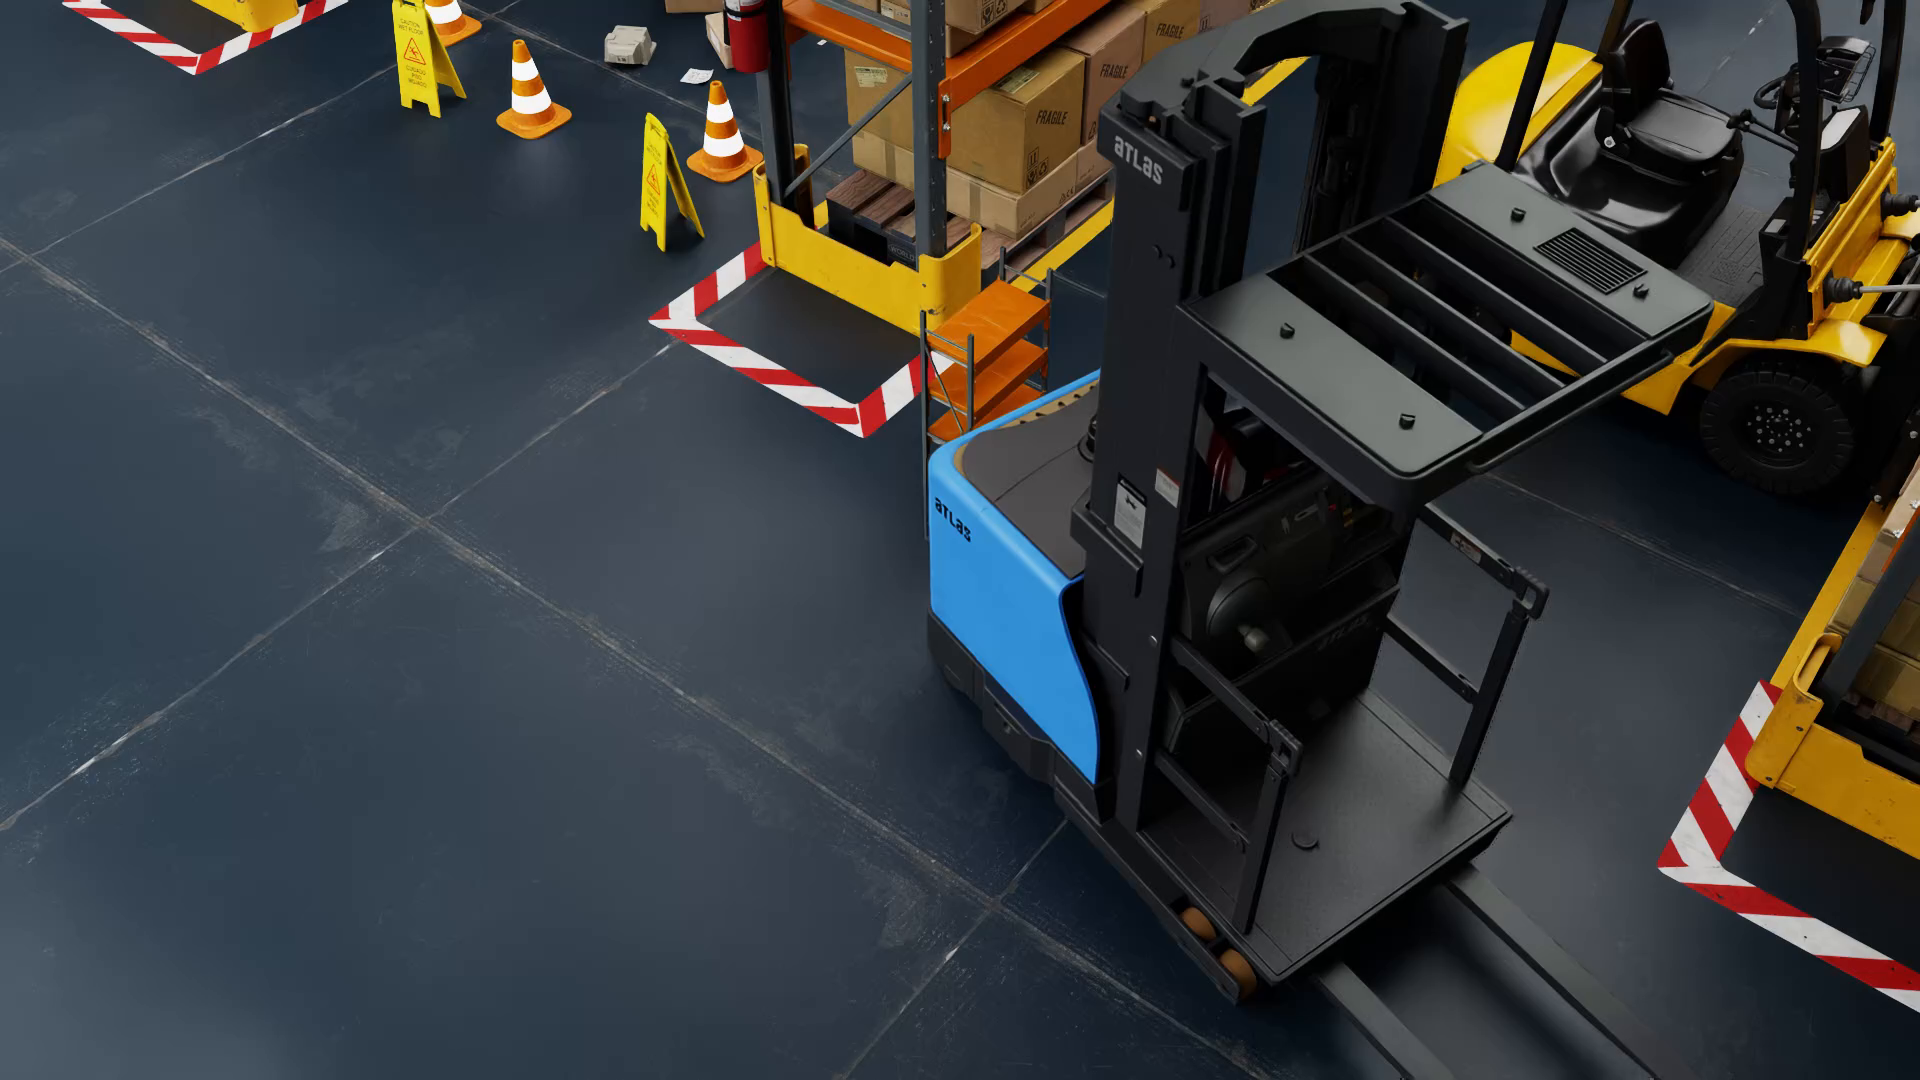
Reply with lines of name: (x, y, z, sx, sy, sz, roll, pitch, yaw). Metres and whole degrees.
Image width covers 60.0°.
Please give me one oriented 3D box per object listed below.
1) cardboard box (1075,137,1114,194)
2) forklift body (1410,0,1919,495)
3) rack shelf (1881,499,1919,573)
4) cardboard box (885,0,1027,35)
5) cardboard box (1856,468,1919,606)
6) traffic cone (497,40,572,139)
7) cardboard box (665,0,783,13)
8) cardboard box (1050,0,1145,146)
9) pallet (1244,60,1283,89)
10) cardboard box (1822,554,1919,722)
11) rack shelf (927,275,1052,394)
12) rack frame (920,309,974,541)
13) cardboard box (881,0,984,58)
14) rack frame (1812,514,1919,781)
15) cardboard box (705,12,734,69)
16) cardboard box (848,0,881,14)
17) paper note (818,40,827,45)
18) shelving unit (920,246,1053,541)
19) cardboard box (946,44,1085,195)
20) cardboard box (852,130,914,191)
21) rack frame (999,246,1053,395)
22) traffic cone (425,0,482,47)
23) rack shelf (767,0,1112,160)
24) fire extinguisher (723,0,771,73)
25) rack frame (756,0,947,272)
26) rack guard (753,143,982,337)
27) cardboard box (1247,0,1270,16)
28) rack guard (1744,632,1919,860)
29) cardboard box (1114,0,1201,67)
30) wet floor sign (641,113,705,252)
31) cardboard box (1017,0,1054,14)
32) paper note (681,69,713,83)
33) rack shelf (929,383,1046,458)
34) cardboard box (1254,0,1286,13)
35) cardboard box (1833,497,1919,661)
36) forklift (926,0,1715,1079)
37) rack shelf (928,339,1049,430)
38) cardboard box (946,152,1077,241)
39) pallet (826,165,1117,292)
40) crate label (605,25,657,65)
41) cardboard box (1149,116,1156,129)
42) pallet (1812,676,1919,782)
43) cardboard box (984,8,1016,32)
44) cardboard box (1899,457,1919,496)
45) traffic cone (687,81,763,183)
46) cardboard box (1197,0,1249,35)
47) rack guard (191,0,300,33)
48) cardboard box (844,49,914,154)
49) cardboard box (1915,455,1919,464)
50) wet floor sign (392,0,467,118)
cardboard box: (0.541, -2.055, 8.415, 0.500, 0.250, 0.500, 31, 54, 26)
forklift body: (3.157, -1.638, 6.992, 2.313, 2.155, 1.214, 29, 53, 25)
rack shelf: (4.664, -0.936, 6.232, 1.077, 0.370, 4.000, 29, 53, 25)
cardboard box: (0.020, -2.518, 6.971, 0.500, 0.500, 0.500, 28, 53, 24)
cardboard box: (3.476, 0.018, 5.743, 0.500, 0.250, 0.500, 31, 54, 26)
traffic cone: (-2.333, -2.468, 8.953, 0.336, 0.463, 0.334, 29, 53, 25)
cardboard box: (-1.419, -3.494, 9.904, 0.797, 0.503, 0.637, -2, 46, -2)
cardboard box: (0.553, -2.341, 8.169, 0.500, 0.500, 0.500, 27, 52, 24)
pallet: (1.574, -3.158, 9.785, 1.003, 0.211, 1.213, 29, 53, 25)
cardboard box: (3.478, 0.356, 6.111, 0.500, 0.250, 0.500, 30, 53, 25)
rack shelf: (0.101, -0.781, 6.287, 0.258, 0.148, 0.480, 29, 53, 25)
rack frame: (-0.048, -0.370, 6.438, 0.240, 1.200, 0.015, 29, 53, 25)
cardboard box: (-0.118, -2.248, 7.162, 0.380, 0.149, 0.250, 29, 53, 25)
rack frame: (3.441, -0.040, 4.878, 1.000, 3.000, 0.127, 29, 53, 25)
cardboard box: (-1.287, -2.890, 9.572, 0.250, 0.149, 0.380, -17, 49, -15)
cardboard box: (-0.430, -2.454, 7.358, 0.380, 0.149, 0.250, 31, 54, 26)
paper note: (-0.779, -2.915, 9.692, 0.032, 0.001, 0.123, 29, 53, 25)
shelving unit: (0.101, -0.509, 6.571, 0.258, 1.200, 0.503, 29, 53, 25)
cardboard box: (0.237, -2.039, 7.881, 0.500, 0.500, 0.500, 28, 52, 24)
cardboard box: (-0.193, -2.023, 8.383, 0.500, 0.250, 0.500, 29, 53, 25)
rack frame: (0.250, -0.649, 6.705, 0.240, 1.200, 0.015, 29, 53, 25)
traffic cone: (-3.020, -3.162, 9.616, 0.336, 0.463, 0.334, 29, 53, 25)
rack shelf: (0.734, -3.128, 8.326, 1.077, 0.370, 4.000, 29, 53, 25)
fire extinguisher: (-0.924, -2.344, 7.132, 0.296, 0.674, 0.183, 29, 53, 25)
rack frame: (-0.489, -2.232, 6.972, 1.000, 3.000, 0.127, 29, 53, 25)
rack guard: (-0.443, -1.412, 7.918, 1.175, 0.500, 0.348, 29, 53, 25)
cardboard box: (1.498, -3.226, 9.015, 0.500, 0.500, 0.500, 30, 53, 26)
rack guard: (3.426, 0.837, 5.769, 1.175, 0.500, 0.348, 29, 53, 25)
cardboard box: (0.866, -2.624, 8.439, 0.500, 0.500, 0.500, 30, 53, 26)
wet floor sign: (-1.452, -1.783, 8.172, 0.232, 0.644, 0.267, -25, 51, -22)
cardboard box: (0.252, -2.515, 7.416, 0.380, 0.149, 0.250, 28, 52, 24)
paper note: (-1.486, -2.627, 9.403, 0.148, 0.019, 0.142, 13, 48, 12)
rack shelf: (0.101, -0.463, 6.620, 0.258, 0.148, 0.480, 29, 53, 25)
cardboard box: (1.490, -2.950, 9.269, 0.500, 0.250, 0.500, 28, 52, 24)
cardboard box: (3.491, 0.176, 5.938, 0.500, 0.250, 0.500, 29, 53, 25)
forklift: (1.138, 0.093, 4.799, 1.130, 2.935, 3.031, -27, 52, -24)
rack shelf: (0.101, -0.617, 6.458, 0.258, 0.148, 0.480, 29, 53, 25)
cardboard box: (0.223, -1.767, 8.139, 0.500, 0.250, 0.500, 29, 53, 25)
pallet: (0.082, -1.762, 8.451, 1.003, 0.211, 1.213, 29, 53, 25)
crate label: (-1.902, -2.833, 9.526, 0.250, 0.136, 0.298, 6, 47, 5)
cardboard box: (0.865, -2.373, 8.718, 0.500, 0.250, 0.500, 33, 54, 27)
pallet: (3.876, 0.467, 6.322, 1.003, 0.211, 1.213, 29, 53, 25)
cardboard box: (0.025, -2.399, 7.306, 0.380, 0.149, 0.250, 30, 53, 26)
cardboard box: (3.783, -0.277, 6.024, 0.500, 0.250, 0.500, 30, 53, 26)
traffic cone: (-1.247, -2.172, 8.670, 0.336, 0.463, 0.334, 29, 53, 25)
cardboard box: (1.186, -2.934, 8.735, 0.500, 0.500, 0.500, 32, 54, 27)
rack guard: (-4.483, -3.485, 9.898, 1.175, 0.500, 0.348, 29, 53, 25)
cardboard box: (-0.206, -2.260, 8.092, 0.500, 0.500, 0.500, 30, 53, 25)
cardboard box: (4.105, -0.411, 6.499, 0.500, 0.250, 0.500, 28, 52, 24)
wet floor sign: (-2.919, -2.657, 9.007, 0.267, 0.644, 0.232, 21, 50, 19)
